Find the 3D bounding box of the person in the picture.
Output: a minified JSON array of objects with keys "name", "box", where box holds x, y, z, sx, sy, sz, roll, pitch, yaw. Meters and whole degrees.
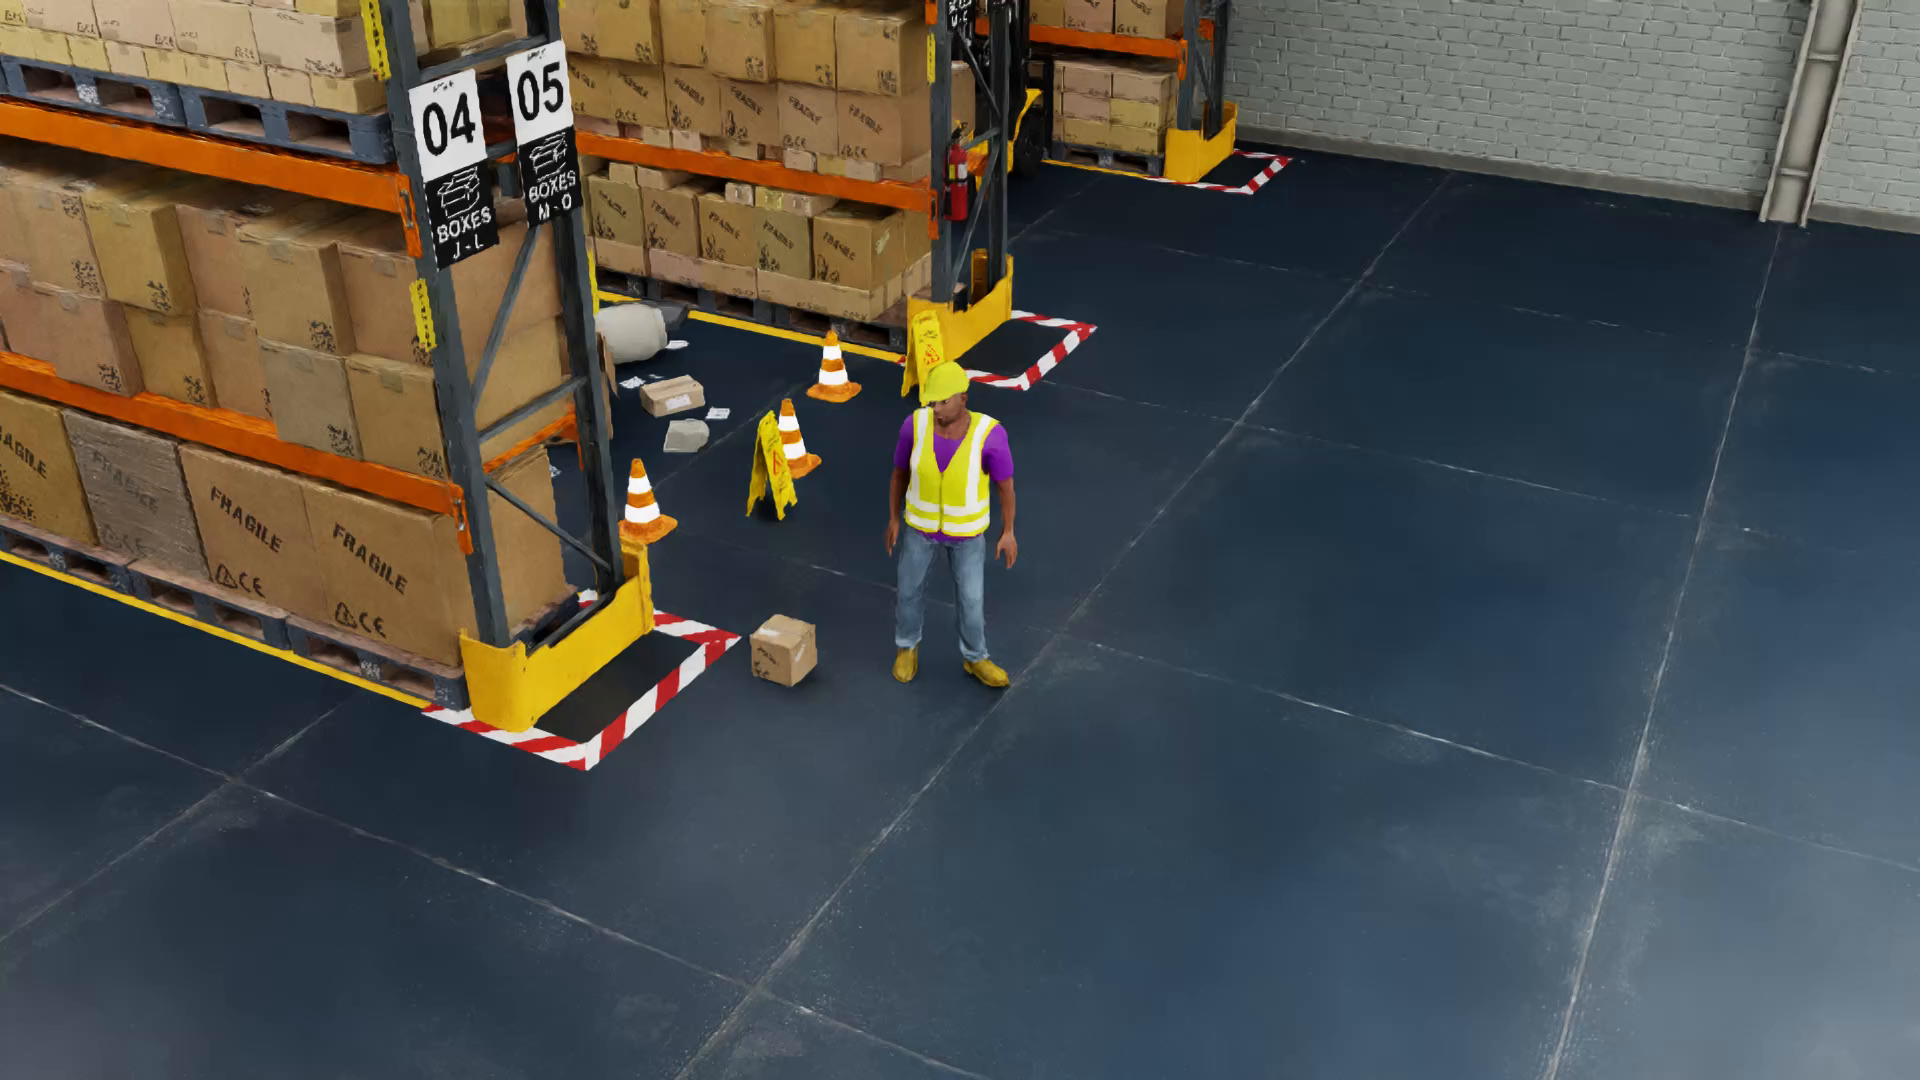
[{"name":"person","box":[-0.037,-0.059,8.347,0.675,1.798,0.353,5,30,9]}]
